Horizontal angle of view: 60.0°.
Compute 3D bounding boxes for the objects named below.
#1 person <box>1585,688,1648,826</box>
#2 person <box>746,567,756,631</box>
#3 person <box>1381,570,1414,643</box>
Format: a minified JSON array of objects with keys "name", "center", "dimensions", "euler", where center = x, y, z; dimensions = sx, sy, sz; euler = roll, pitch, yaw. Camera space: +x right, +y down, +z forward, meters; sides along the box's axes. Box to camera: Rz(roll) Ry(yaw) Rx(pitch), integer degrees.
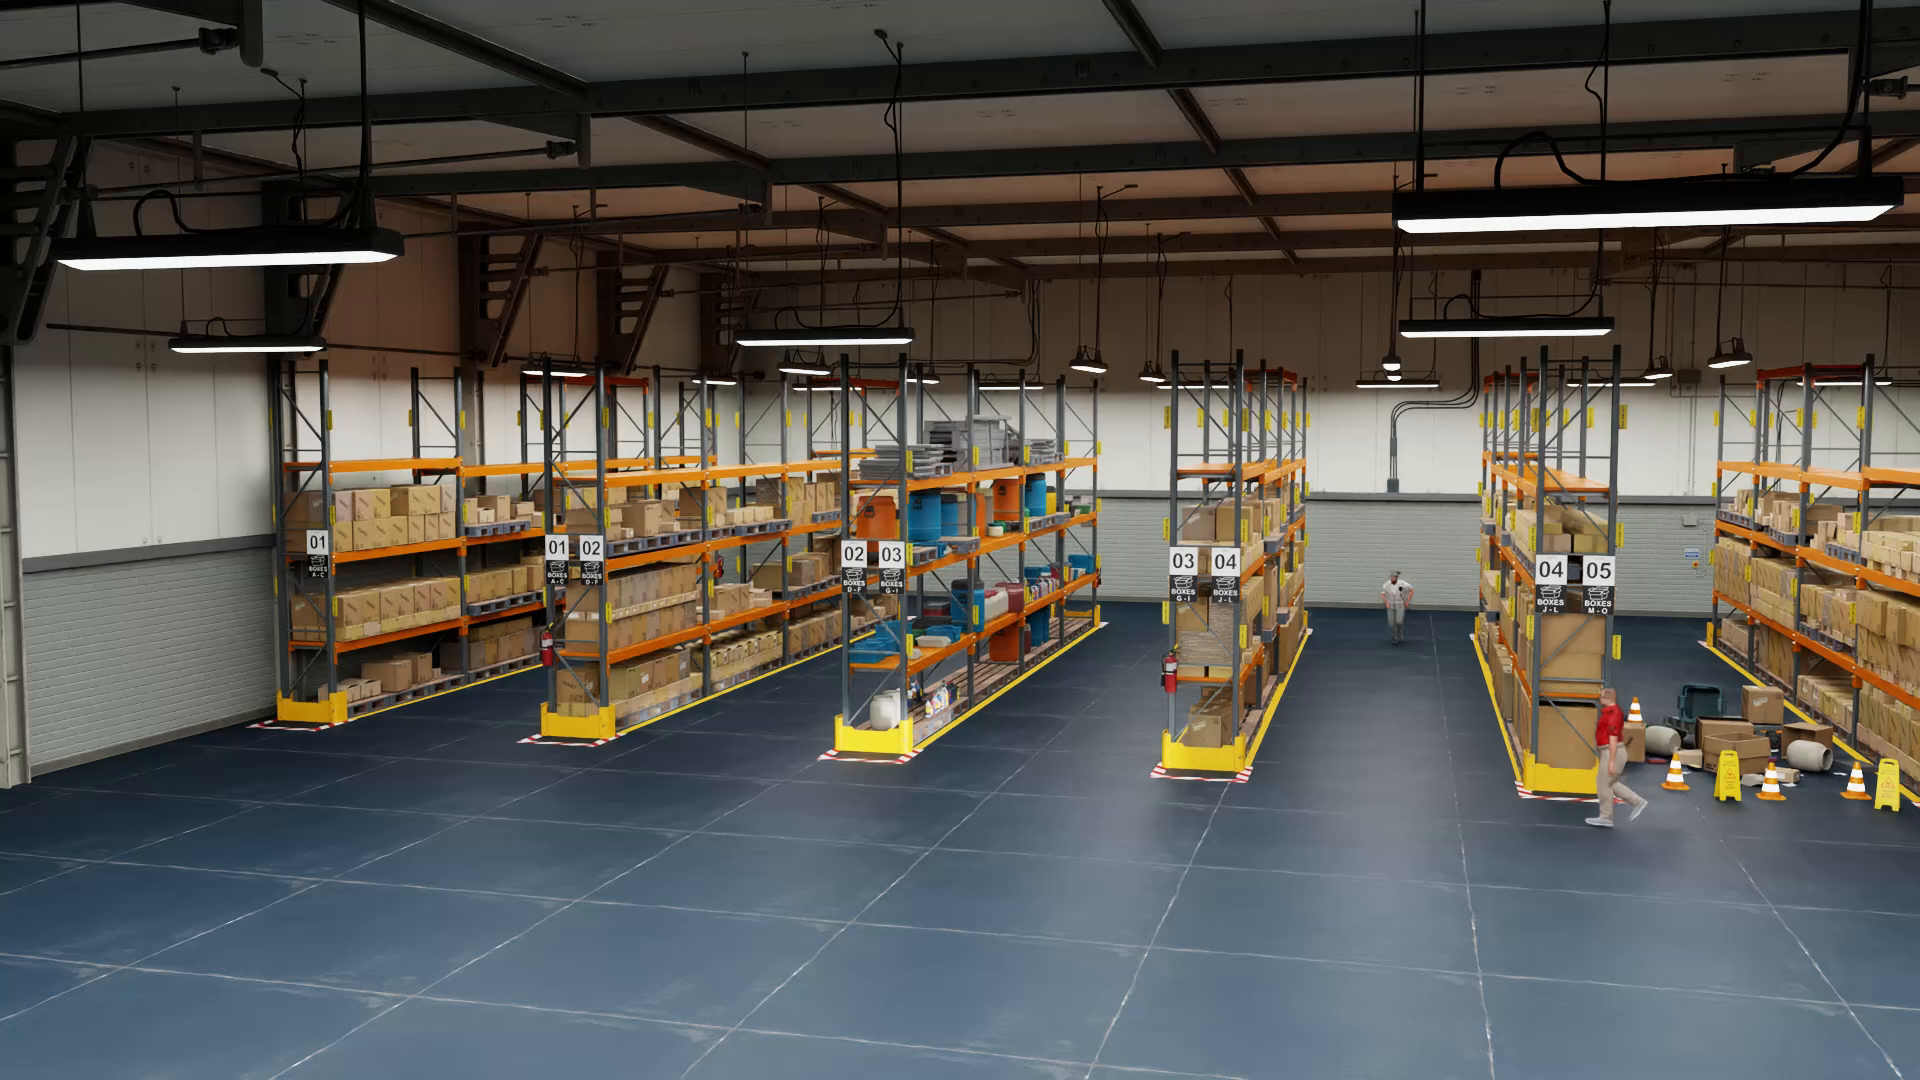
[{"name":"person","center":[8.090,2.664,20.442],"dimensions":[0.709,1.701,0.547],"euler":[2,5,24]},{"name":"person","center":[-4.812,1.433,38.463],"dimensions":[0.445,1.615,0.460],"euler":[1,4,12]},{"name":"person","center":[9.814,1.484,37.312],"dimensions":[0.710,1.682,0.719],"euler":[2,4,23]}]
